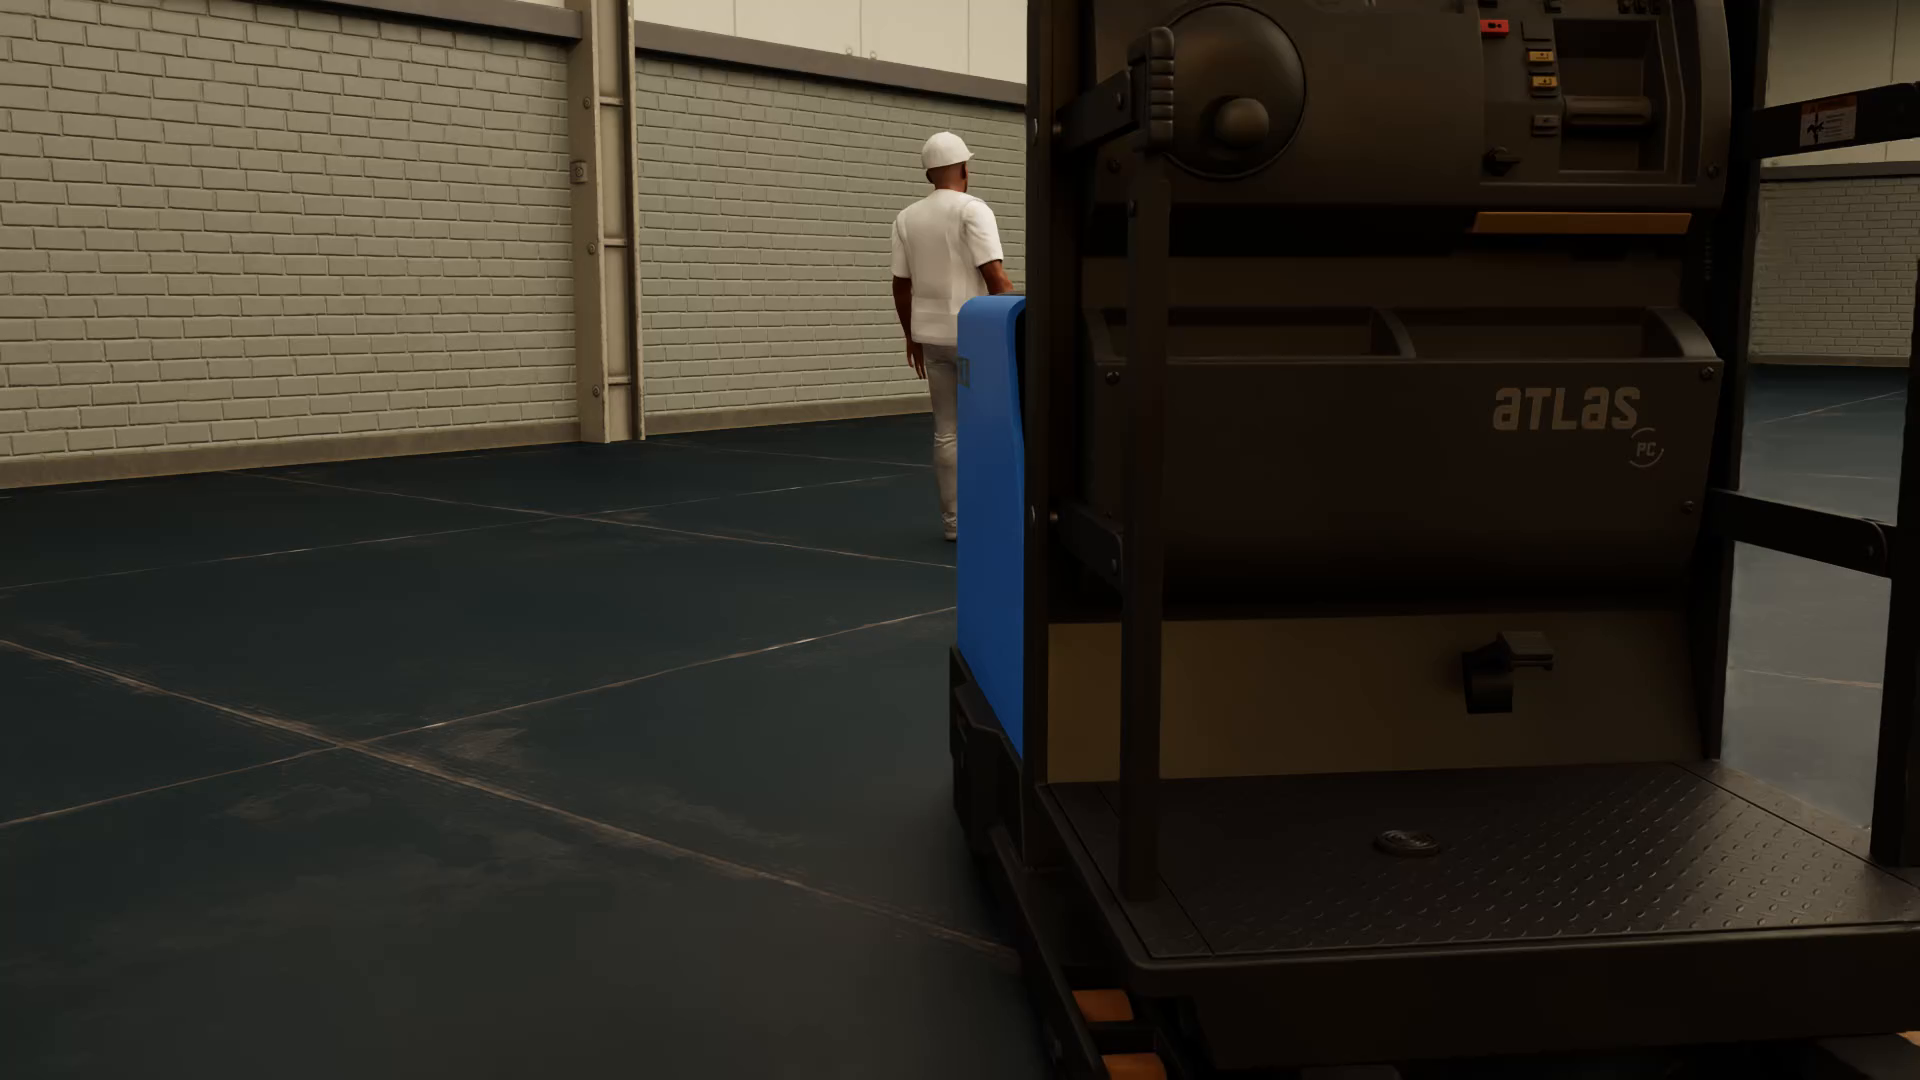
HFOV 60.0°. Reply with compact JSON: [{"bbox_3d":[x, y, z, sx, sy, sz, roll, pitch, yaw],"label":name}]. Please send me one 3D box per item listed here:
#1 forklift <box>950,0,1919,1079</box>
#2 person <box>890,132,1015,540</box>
[{"bbox_3d":[0.671,-0.714,2.162,1.130,2.935,3.031,-1,8,-7],"label":"forklift"},{"bbox_3d":[0.049,-0.888,7.327,0.665,1.768,0.575,7,11,38],"label":"person"}]
